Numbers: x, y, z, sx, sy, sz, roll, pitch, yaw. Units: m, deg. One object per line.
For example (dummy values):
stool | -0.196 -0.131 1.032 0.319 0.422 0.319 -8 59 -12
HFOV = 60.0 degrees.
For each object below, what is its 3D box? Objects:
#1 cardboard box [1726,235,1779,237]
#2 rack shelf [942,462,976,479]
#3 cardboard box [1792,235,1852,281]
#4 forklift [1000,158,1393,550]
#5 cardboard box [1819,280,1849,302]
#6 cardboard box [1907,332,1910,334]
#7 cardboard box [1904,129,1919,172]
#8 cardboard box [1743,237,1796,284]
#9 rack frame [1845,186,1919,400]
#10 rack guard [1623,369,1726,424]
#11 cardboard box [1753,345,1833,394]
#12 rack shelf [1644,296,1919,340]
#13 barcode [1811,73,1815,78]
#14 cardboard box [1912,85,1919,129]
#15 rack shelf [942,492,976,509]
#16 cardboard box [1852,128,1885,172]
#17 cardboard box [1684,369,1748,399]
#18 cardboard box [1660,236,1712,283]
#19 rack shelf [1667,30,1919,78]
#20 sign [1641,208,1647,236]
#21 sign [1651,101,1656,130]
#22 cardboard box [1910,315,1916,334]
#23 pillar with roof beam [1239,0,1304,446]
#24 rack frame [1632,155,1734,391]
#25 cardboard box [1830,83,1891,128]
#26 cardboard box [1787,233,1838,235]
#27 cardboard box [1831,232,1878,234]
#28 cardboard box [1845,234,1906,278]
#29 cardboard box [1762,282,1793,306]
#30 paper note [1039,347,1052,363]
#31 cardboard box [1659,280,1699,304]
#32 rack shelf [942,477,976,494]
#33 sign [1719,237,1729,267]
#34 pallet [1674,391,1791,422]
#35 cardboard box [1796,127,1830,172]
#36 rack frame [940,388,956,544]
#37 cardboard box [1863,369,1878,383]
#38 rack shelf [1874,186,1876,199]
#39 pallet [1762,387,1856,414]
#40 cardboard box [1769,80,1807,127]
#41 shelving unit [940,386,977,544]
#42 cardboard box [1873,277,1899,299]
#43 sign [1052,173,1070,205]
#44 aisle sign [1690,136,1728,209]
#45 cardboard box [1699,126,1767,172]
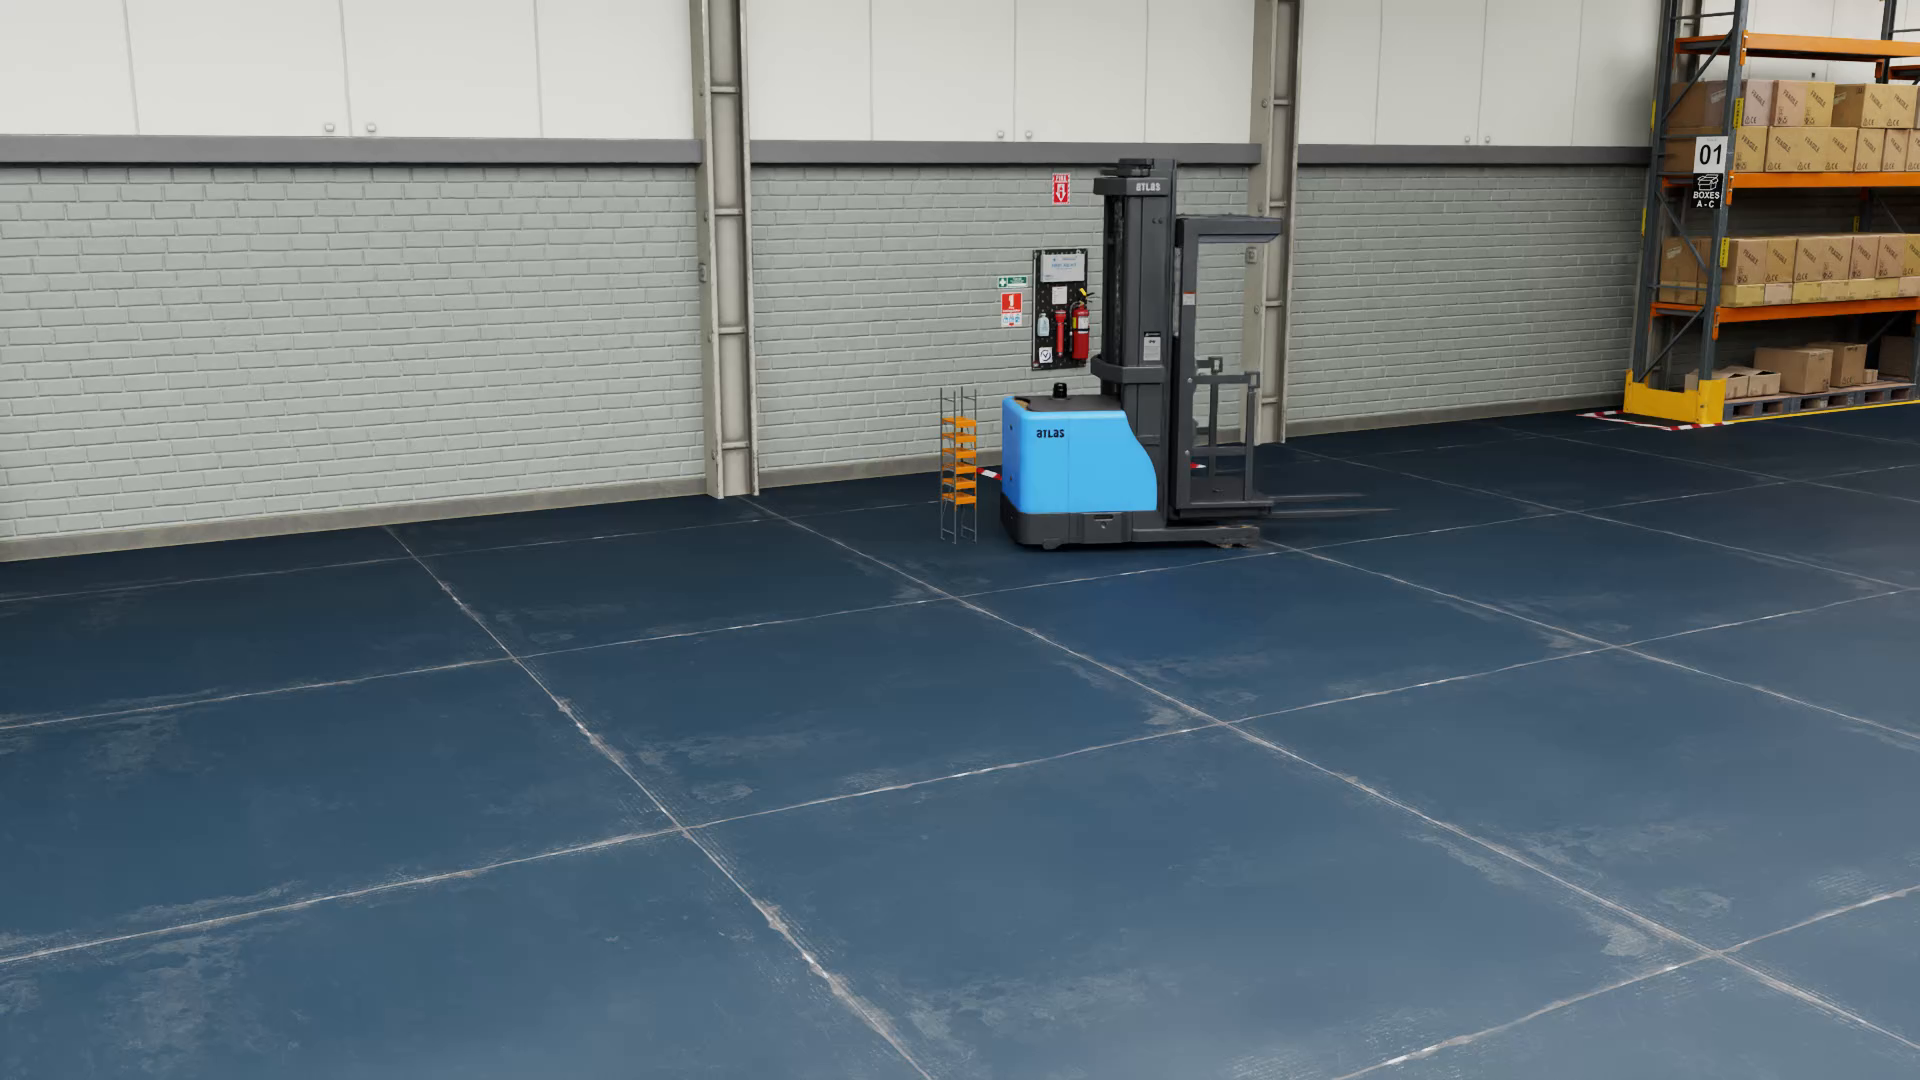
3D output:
cardboard box | 9.499 -3.400 19.971 0.500 0.500 0.500 -7 15 -29
rack shelf | -0.013 -0.540 12.980 0.180 0.103 0.258 -7 14 -28
cardboard box | 10.194 -3.355 19.772 0.500 0.500 0.500 -6 14 -26
forklift | 1.884 -1.480 13.009 3.031 2.935 1.130 -2 13 -7
cardboard box | 10.213 -2.990 19.857 0.500 0.250 0.500 -7 14 -27
cardboard box | 12.867 -2.461 21.903 0.500 0.500 0.700 -7 15 -29
cardboard box | 11.473 -4.742 20.243 0.500 0.500 0.500 -6 14 -26
cardboard box | 9.290 -3.245 19.285 0.500 0.500 0.500 -7 14 -28
rack frame | 11.800 -3.321 21.034 0.127 3.000 1.000 -7 14 -28
rack guard | 8.355 -1.689 19.474 0.348 0.500 1.175 -7 14 -28
cardboard box | 10.107 -2.078 20.204 0.500 0.500 0.700 -8 15 -31
rack shelf | 10.044 -2.760 20.178 4.000 0.370 1.077 -7 14 -28
barcode | 10.374 -5.648 20.215 0.075 0.075 0.001 -7 14 -28
cardboard box | 11.490 -5.226 20.116 0.500 0.500 0.500 -8 15 -33
rack shelf | -0.013 -0.306 13.033 0.180 0.103 0.258 -7 14 -28
cardboard box | 10.557 -4.626 19.727 0.500 0.500 0.500 -7 15 -30
cardboard box | 8.939 -1.859 19.658 0.500 0.311 0.500 -9 15 -34
cardboard box | 8.601 -3.293 19.499 0.500 0.500 0.500 -7 14 -28
rack shelf | 10.044 -5.685 19.520 4.000 0.370 1.077 -7 14 -28
sign | 8.040 -3.728 19.487 0.005 0.325 0.100 -7 14 -28
sign | 8.040 -4.905 19.223 0.005 0.325 0.100 -7 14 -28
cardboard box | 12.823 -2.810 21.745 0.500 0.250 0.500 -7 15 -29
pillar with roof beam | 5.285 -4.607 13.083 0.400 9.000 9.100 -7 14 -28
rack frame | 8.289 -2.900 19.164 0.127 3.000 1.000 -7 14 -28
cardboard box | 10.560 -5.109 19.597 0.500 0.500 0.500 -7 15 -30
cardboard box | 10.391 -3.509 20.459 0.500 0.500 0.500 -6 14 -26
cardboard box | 11.287 -3.614 20.925 0.500 0.500 0.500 -7 15 -29
cardboard box | 11.097 -3.461 20.242 0.500 0.500 0.500 -7 14 -28
cardboard box | 9.318 -2.884 19.390 0.500 0.250 0.500 -7 15 -30
paper note | 0.846 -1.822 16.378 0.142 0.148 0.016 -7 14 -28
cardboard box | 8.606 -2.923 19.563 0.500 0.250 0.500 -7 14 -27
rack shelf | -0.013 -0.423 13.007 0.180 0.103 0.258 -7 14 -28
sign | 8.549 -3.218 18.605 0.005 0.325 0.100 -7 14 -28
pallet | 9.085 -1.626 19.856 1.213 0.211 1.003 -7 14 -28
cardboard box | 9.644 -4.514 19.231 0.500 0.500 0.500 -6 14 -25
rack frame | -0.093 -0.574 12.928 0.006 1.200 0.240 -7 14 -28
cardboard box | 11.344 -2.091 21.021 0.250 0.166 0.380 -9 16 -35
rack shelf | 13.555 -4.644 21.719 4.000 0.370 1.077 -7 14 -28
pallet | 10.155 -1.754 20.422 1.213 0.211 1.003 -7 14 -28
cardboard box | 9.208 -4.947 18.875 0.500 0.500 0.500 -7 14 -29
shelving unit | -0.013 -0.584 12.971 0.189 1.200 0.258 -7 14 -28
cardboard box | 11.088 -3.099 20.342 0.500 0.250 0.500 -7 14 -28
sign | 0.980 -3.406 16.132 0.199 0.298 0.001 -7 14 -28
aisle sign | 8.369 -4.103 18.588 0.004 0.787 0.394 -7 14 -28
cardboard box | 8.702 -4.409 18.764 0.500 0.500 0.500 -6 14 -26
